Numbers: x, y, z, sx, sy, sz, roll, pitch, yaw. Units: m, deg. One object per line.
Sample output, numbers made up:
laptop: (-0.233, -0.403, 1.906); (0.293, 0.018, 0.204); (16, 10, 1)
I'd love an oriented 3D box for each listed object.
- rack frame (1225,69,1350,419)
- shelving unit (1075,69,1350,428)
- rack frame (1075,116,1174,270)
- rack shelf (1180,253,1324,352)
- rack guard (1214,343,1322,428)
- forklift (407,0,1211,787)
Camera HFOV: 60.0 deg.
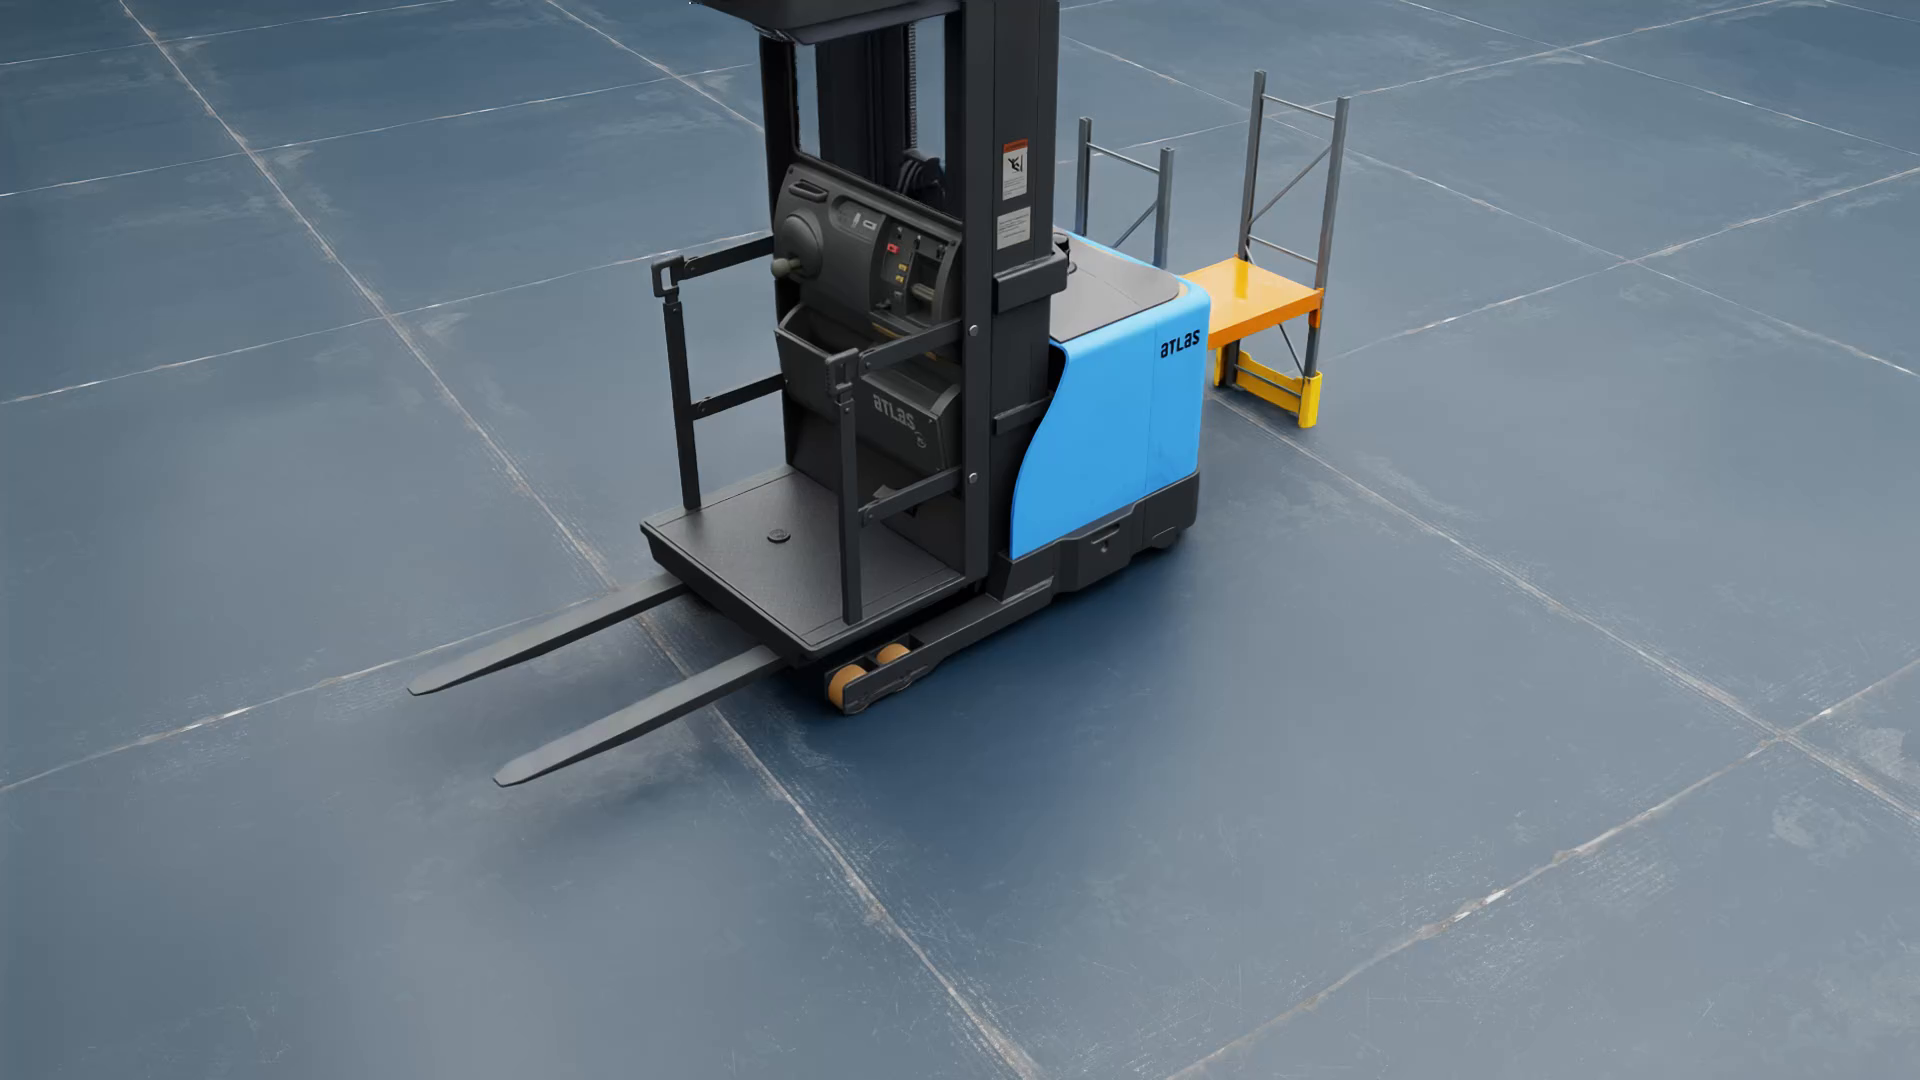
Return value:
rack frame: (1.433, -1.280, 7.374); (0.032, 1.500, 0.500); (-23, 39, -32)
shelving unit: (1.030, -1.107, 7.099); (1.083, 1.500, 0.587); (-23, 39, -32)
rack frame: (0.641, -0.940, 6.834); (0.032, 1.500, 0.500); (-23, 39, -32)
rack shelf: (1.037, -0.958, 7.200); (1.000, 0.185, 0.538); (-23, 39, -32)
rack guard: (1.417, -0.745, 7.697); (0.087, 0.250, 0.587); (-23, 39, -32)
forklift: (-0.486, -0.952, 5.513); (3.031, 2.935, 1.130); (-25, 40, -34)
